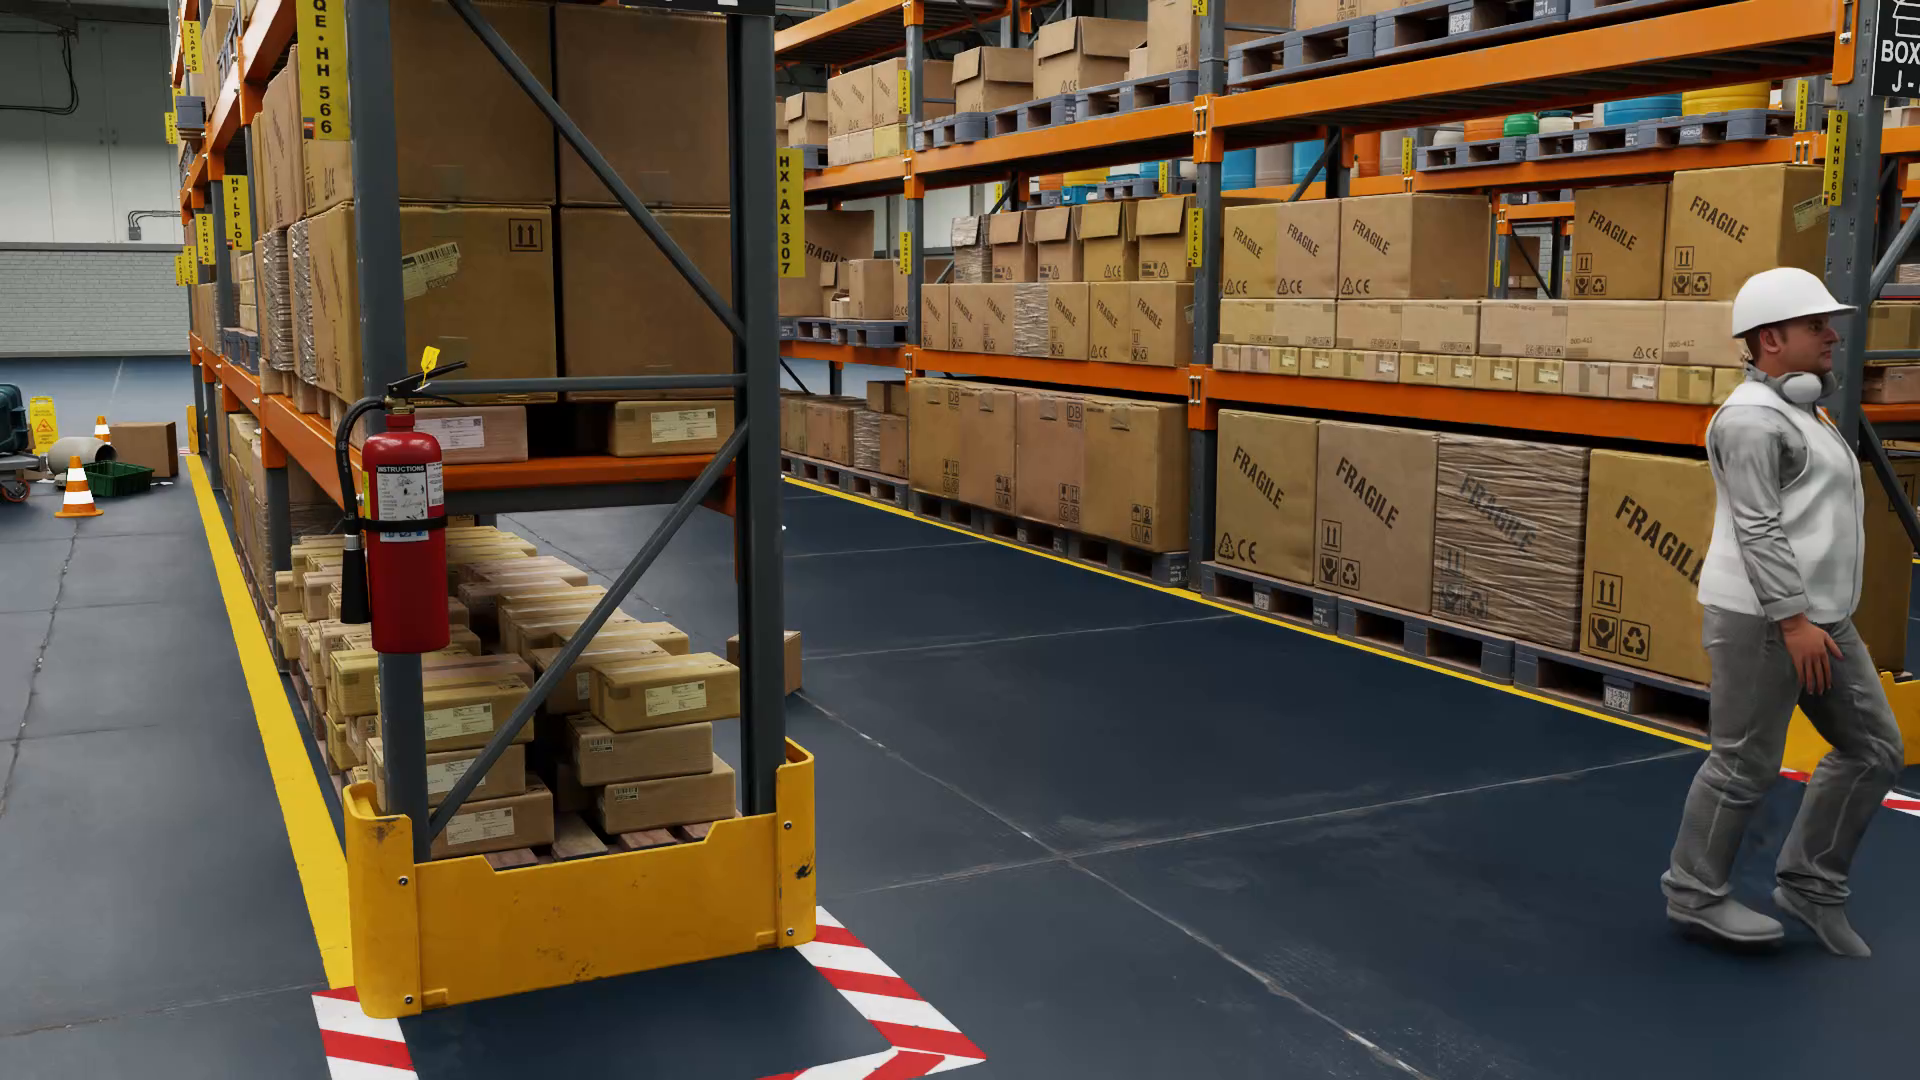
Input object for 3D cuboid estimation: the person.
[{"bbox_3d":[2.138,0.225,4.304,0.533,1.837,0.570,7,11,41],"label":"person"}]
